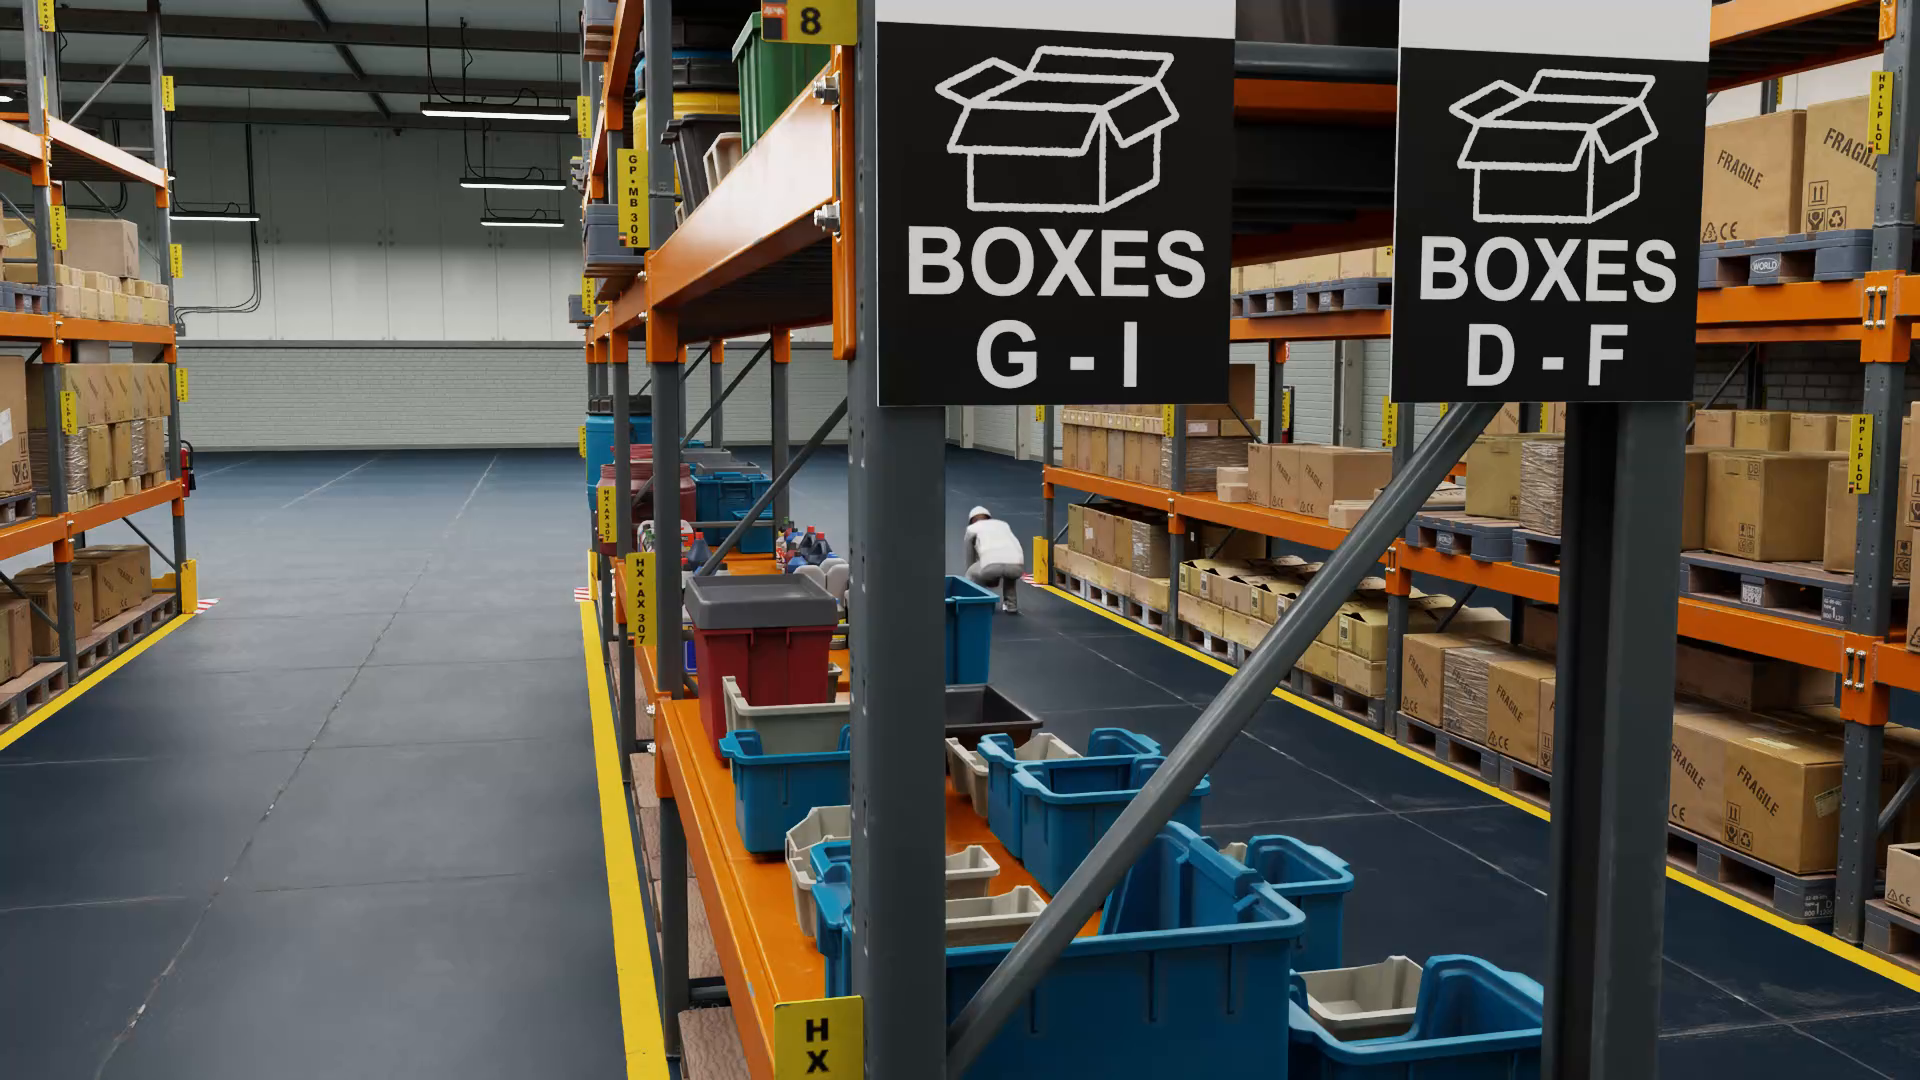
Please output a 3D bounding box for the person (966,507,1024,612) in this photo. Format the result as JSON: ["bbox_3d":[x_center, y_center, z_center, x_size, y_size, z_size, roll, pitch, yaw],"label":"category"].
[{"bbox_3d":[0.321,0.197,16.630,0.491,1.011,0.880,-2,6,-15],"label":"person"}]
